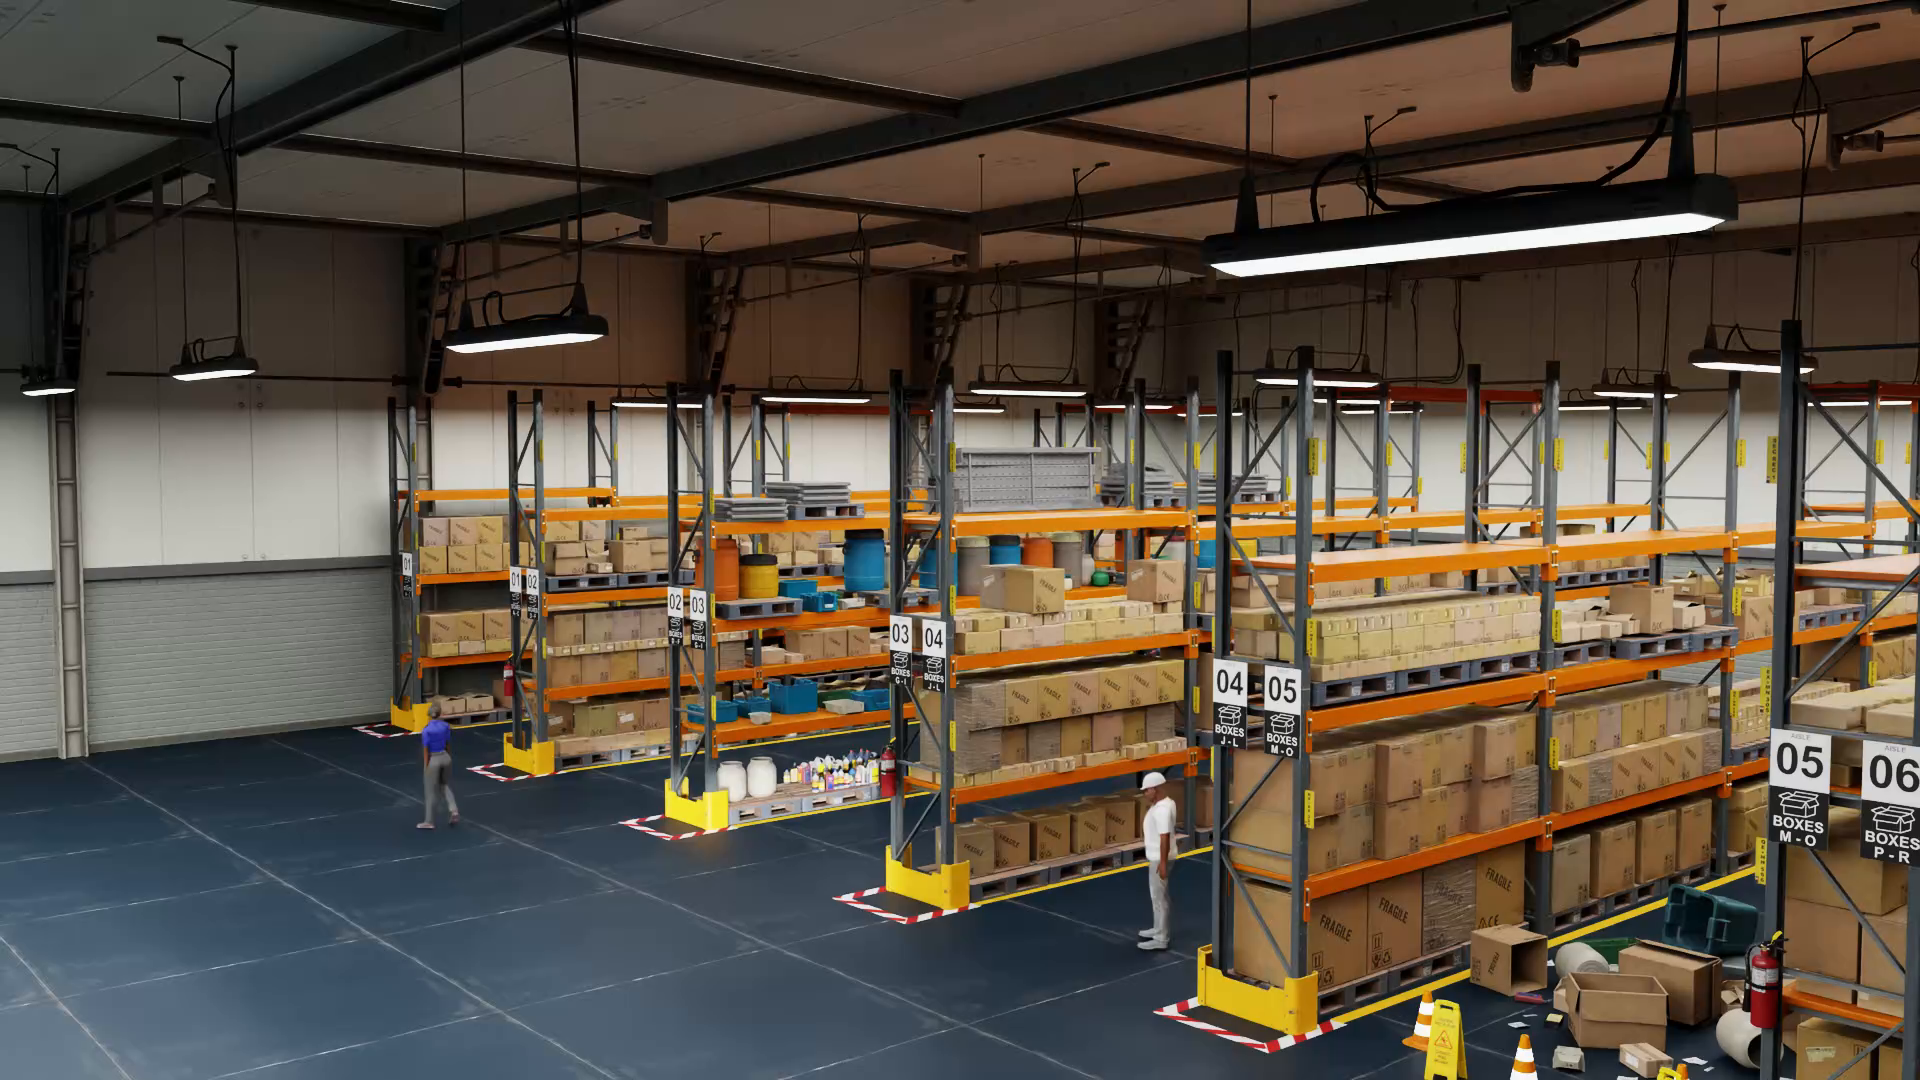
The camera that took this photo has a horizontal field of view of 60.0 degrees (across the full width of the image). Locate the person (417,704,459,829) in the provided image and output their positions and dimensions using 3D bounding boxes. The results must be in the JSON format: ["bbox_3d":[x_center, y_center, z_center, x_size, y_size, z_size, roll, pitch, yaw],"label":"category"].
[{"bbox_3d":[-7.005,3.027,22.299,0.429,1.676,0.511,2,4,33],"label":"person"}]

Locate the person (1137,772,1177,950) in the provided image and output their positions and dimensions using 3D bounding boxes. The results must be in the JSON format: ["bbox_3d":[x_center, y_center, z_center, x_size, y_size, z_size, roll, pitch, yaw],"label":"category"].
[{"bbox_3d":[2.039,3.273,17.149,0.405,1.765,0.633,1,3,12],"label":"person"}]

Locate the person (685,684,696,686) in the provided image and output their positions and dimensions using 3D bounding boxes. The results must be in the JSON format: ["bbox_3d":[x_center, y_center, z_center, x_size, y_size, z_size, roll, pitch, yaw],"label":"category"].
[{"bbox_3d":[-4.925,2.623,30.101,0.546,1.753,0.401,-2,4,-32],"label":"person"}]
